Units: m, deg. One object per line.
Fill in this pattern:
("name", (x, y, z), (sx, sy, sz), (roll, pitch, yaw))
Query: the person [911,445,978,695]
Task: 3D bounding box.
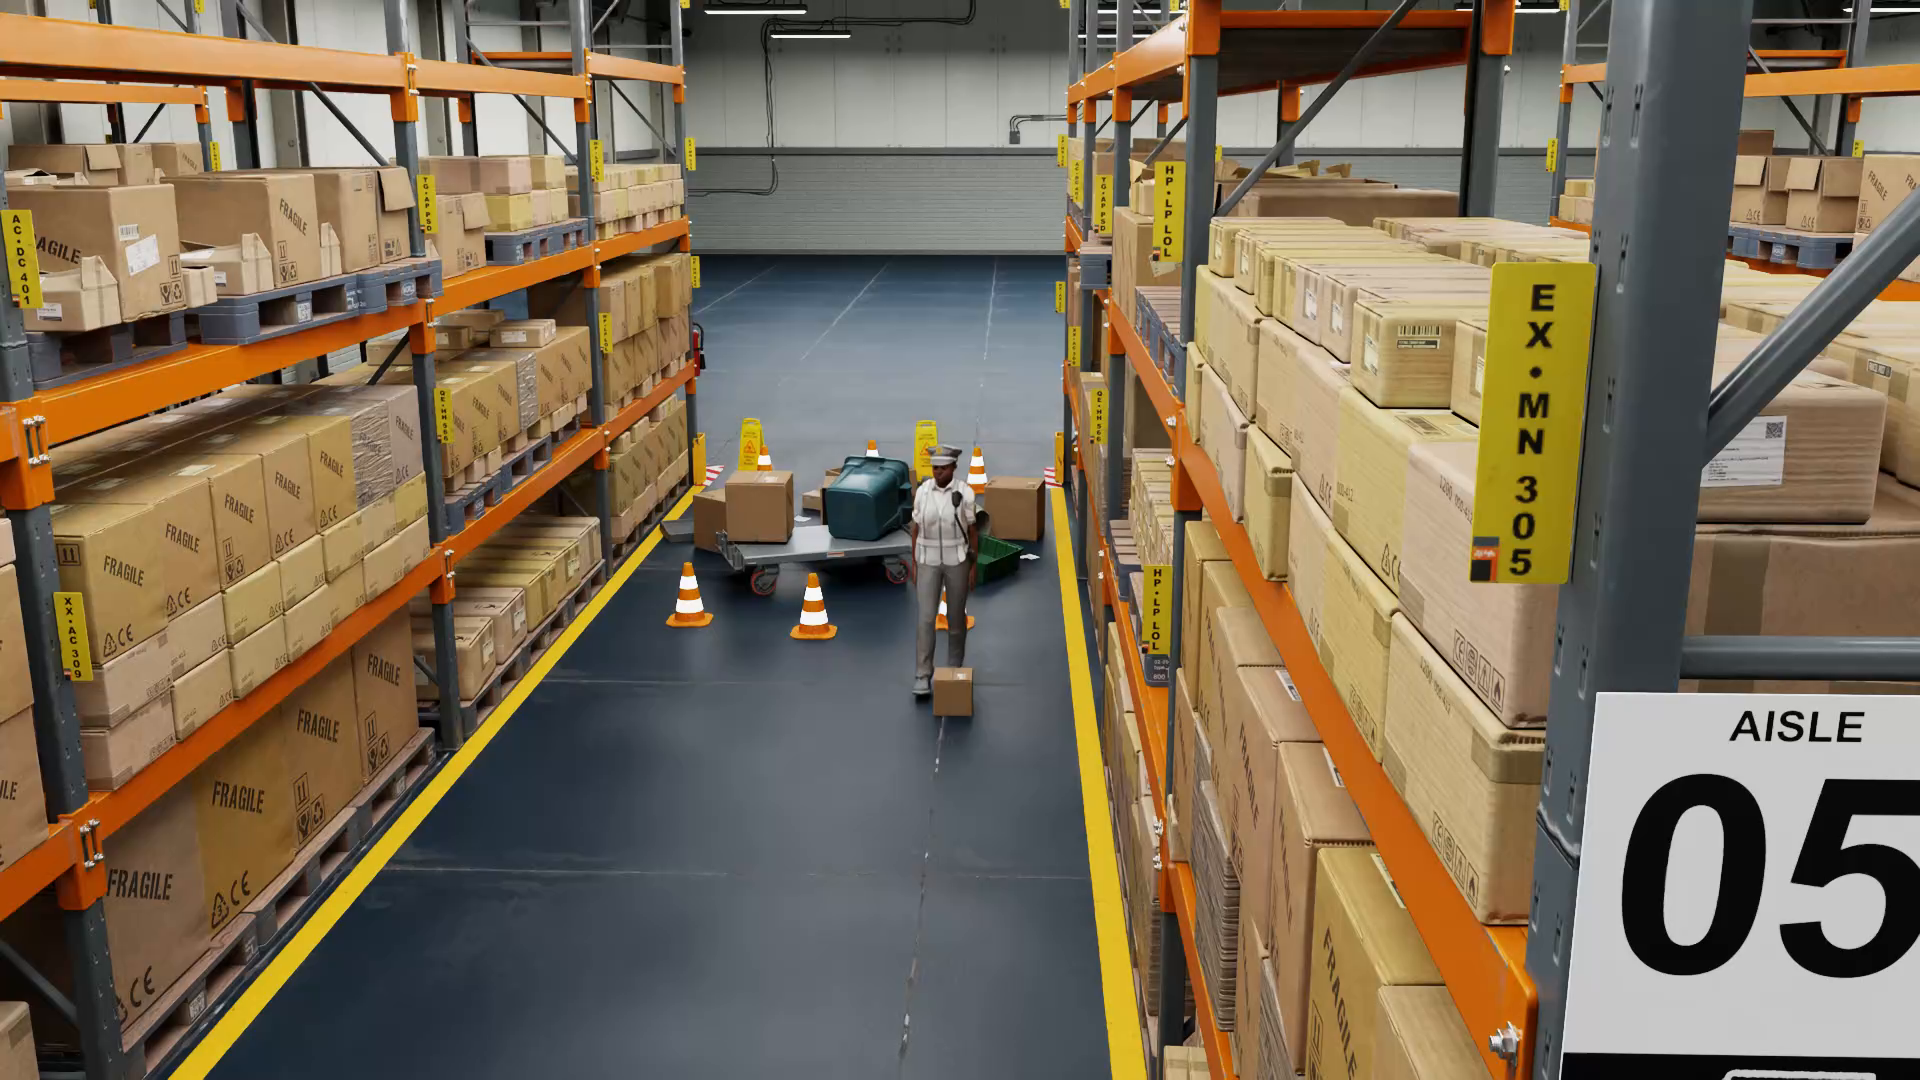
("person", (-0.120, 0.194, 11.175), (0.461, 1.666, 0.693), (1, 14, 6))
